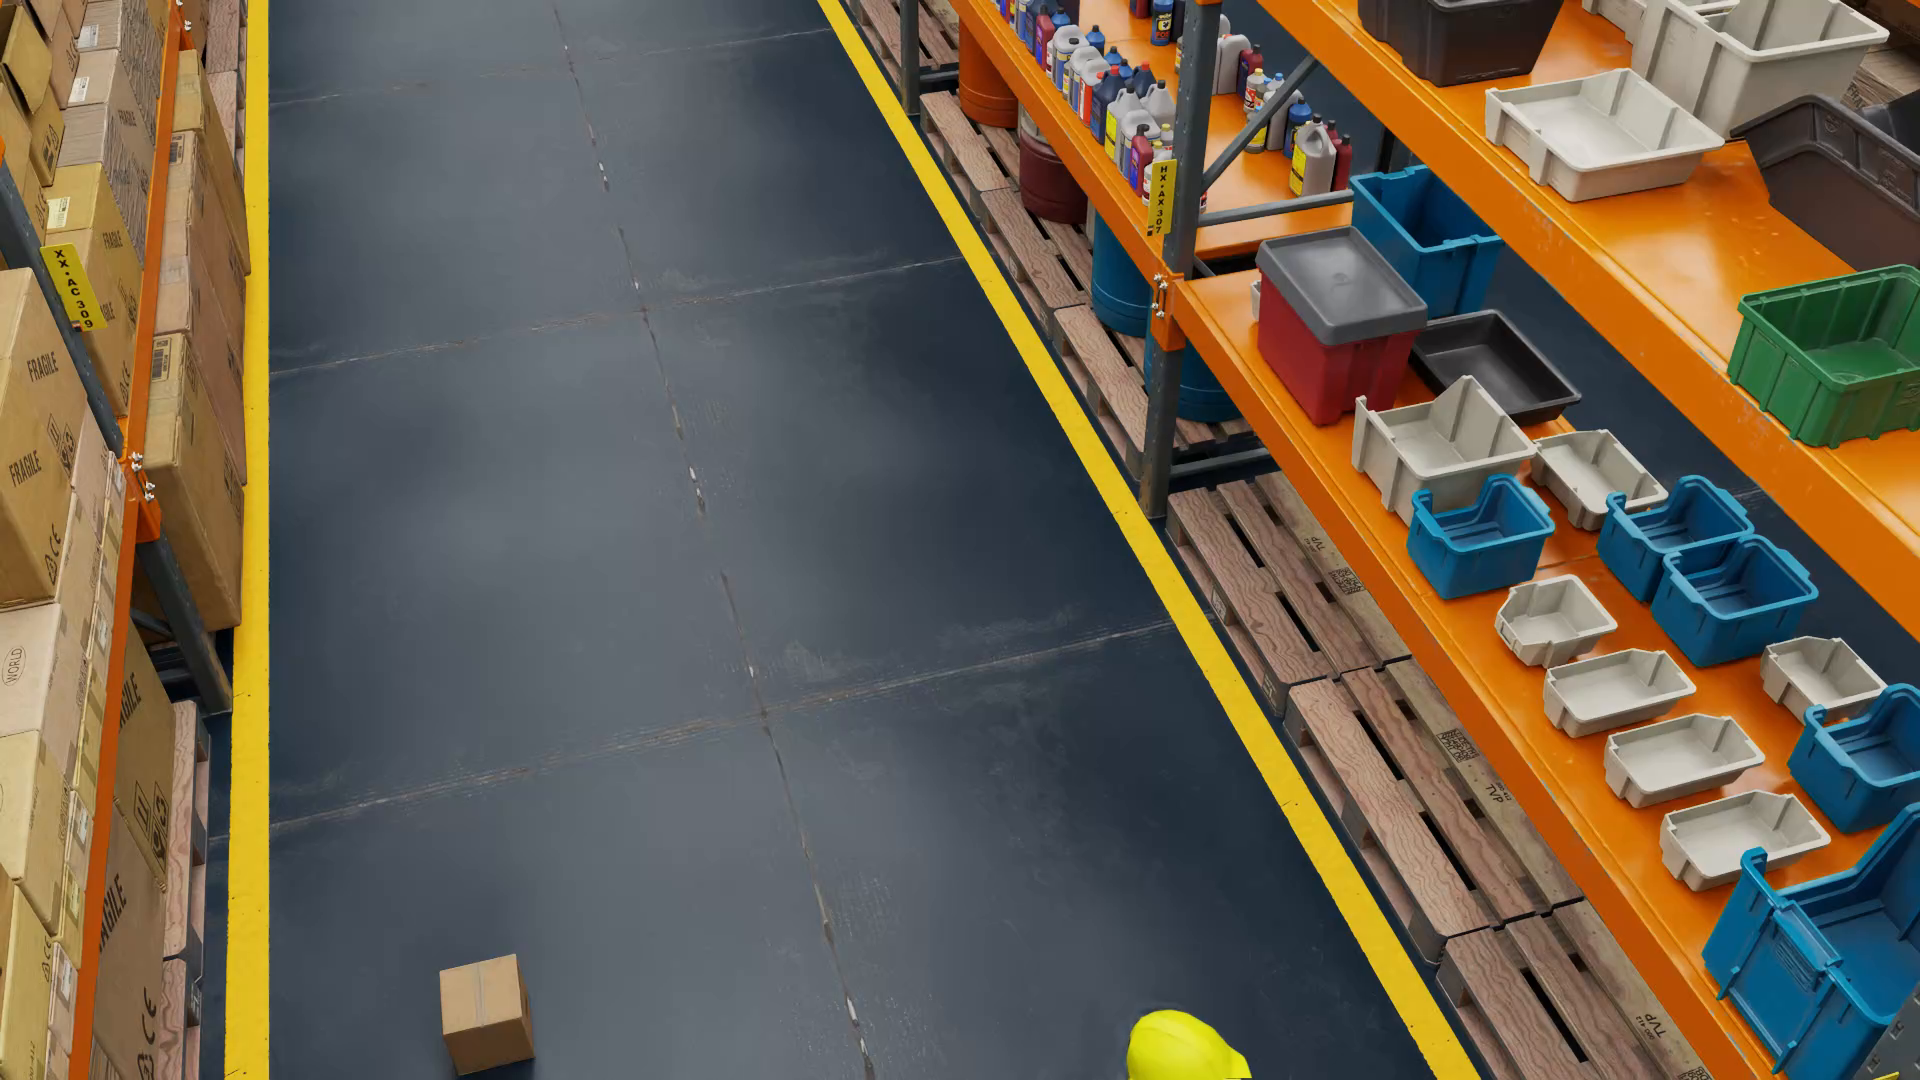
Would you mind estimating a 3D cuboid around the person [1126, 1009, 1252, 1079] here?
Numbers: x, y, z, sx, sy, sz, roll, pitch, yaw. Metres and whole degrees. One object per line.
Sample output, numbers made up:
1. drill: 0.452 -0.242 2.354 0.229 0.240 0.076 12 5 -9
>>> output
1. person: 0.439 1.680 4.224 0.559 1.670 0.790 -33 51 -31
